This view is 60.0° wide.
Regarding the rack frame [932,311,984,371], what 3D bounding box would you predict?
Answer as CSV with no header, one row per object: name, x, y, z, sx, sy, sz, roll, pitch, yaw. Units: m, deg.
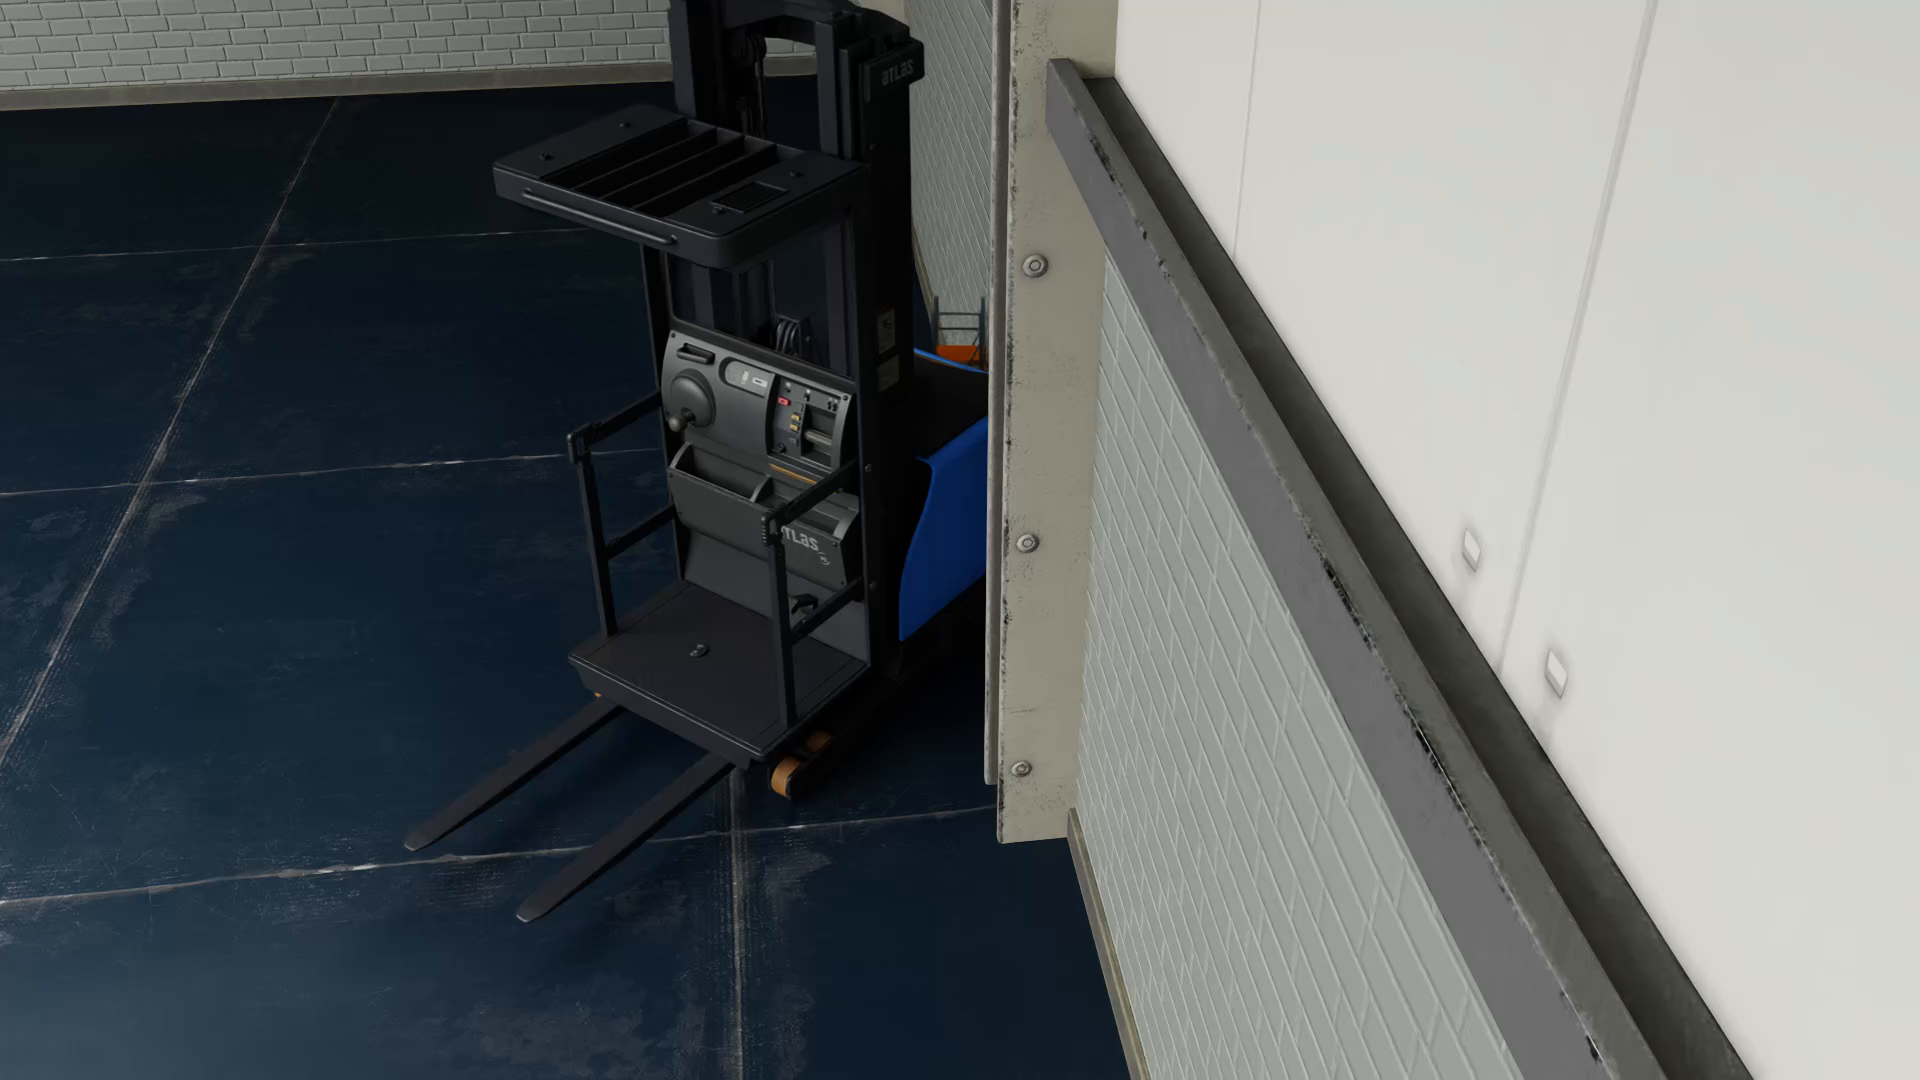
rack frame,-0.009,-0.524,7.926,0.240,1.200,0.006,1,29,3

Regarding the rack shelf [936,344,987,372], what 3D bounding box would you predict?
rack shelf,-0.005,-0.844,7.851,0.258,0.103,0.180,1,29,3

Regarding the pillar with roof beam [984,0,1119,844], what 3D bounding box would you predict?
pillar with roof beam,-3.988,-2.327,3.674,9.100,9.000,0.400,-4,35,-6

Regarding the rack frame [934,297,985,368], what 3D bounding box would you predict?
rack frame,0.001,-0.614,8.085,0.240,1.200,0.006,1,29,3

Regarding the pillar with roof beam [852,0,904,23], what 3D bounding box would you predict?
pillar with roof beam,-4.795,-5.675,8.587,9.100,9.000,0.400,-4,35,-6

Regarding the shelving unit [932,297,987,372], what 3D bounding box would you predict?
shelving unit,-0.004,-0.569,8.005,0.258,1.200,0.189,1,29,3

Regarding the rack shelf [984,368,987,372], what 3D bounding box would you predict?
rack shelf,-0.004,-0.739,7.909,0.258,0.103,0.180,1,29,3

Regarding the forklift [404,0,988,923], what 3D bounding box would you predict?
forklift,-0.924,-0.479,6.350,1.130,2.935,3.031,22,40,29
